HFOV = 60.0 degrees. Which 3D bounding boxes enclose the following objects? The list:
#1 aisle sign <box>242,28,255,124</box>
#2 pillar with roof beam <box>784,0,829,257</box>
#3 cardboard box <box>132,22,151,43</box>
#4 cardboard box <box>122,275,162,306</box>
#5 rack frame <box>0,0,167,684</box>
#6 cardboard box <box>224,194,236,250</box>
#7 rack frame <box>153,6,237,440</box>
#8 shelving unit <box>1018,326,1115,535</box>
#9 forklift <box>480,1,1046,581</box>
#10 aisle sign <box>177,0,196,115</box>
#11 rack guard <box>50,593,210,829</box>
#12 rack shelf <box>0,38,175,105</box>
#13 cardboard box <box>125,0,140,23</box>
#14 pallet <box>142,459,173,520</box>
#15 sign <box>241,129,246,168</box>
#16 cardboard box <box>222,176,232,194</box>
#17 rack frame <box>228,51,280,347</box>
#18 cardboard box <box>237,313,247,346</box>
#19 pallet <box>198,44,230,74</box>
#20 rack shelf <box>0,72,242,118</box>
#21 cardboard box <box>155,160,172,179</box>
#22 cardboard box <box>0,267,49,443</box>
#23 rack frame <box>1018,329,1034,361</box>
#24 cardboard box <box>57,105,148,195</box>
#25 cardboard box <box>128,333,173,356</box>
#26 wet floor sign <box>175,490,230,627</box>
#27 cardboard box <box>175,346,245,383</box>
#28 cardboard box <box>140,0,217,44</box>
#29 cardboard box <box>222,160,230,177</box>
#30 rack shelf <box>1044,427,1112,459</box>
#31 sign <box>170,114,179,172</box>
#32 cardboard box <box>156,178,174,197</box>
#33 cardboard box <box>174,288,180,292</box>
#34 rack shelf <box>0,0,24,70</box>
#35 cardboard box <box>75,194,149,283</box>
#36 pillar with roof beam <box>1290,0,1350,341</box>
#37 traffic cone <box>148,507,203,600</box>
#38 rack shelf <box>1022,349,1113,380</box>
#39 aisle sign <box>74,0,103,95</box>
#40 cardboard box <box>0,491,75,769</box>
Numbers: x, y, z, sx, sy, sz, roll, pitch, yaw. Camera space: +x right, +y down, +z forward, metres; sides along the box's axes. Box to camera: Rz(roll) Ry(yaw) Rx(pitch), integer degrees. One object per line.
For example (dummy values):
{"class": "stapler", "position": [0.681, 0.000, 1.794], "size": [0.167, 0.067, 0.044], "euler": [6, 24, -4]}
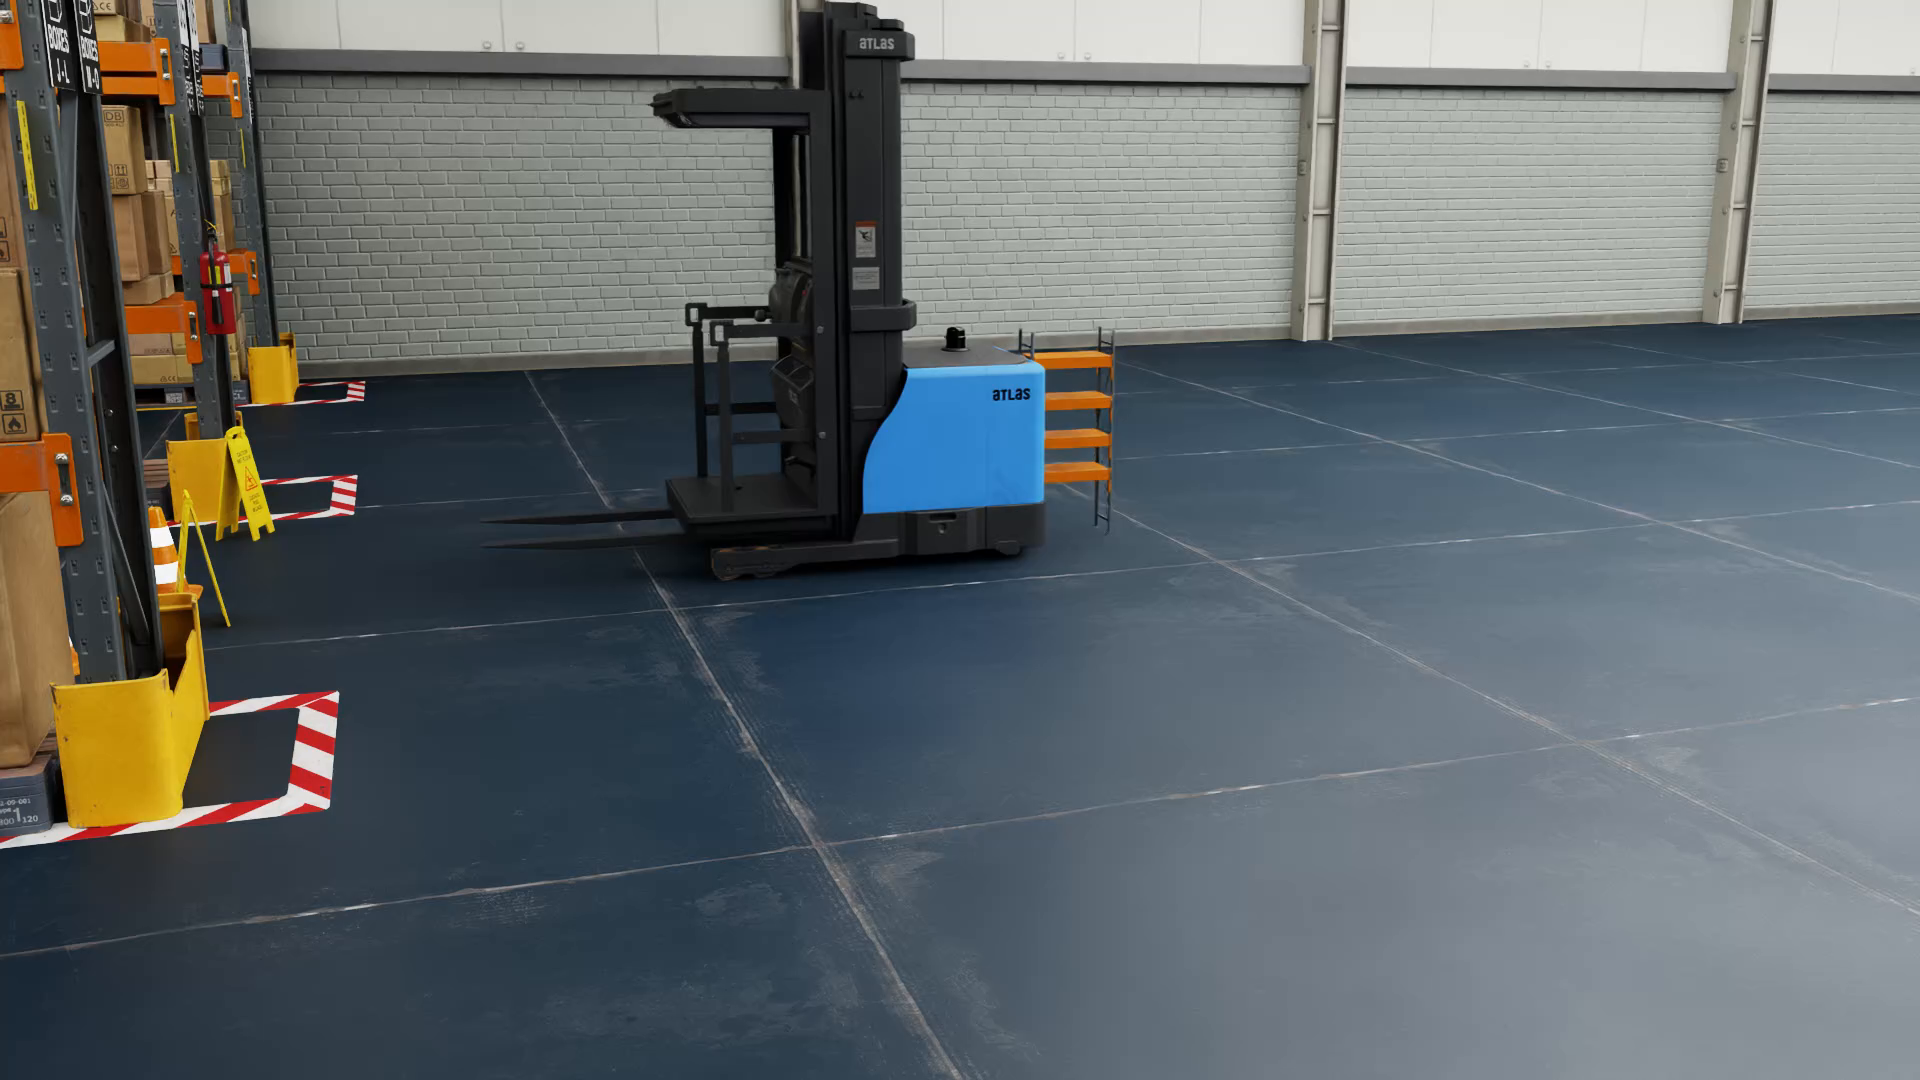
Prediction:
{"class": "aisle sign", "position": [-6.138, -3.997, 14.348], "size": [0.004, 0.787, 0.394], "euler": [-4, 14, -18]}
{"class": "pillar with roof beam", "position": [-0.182, -5.356, 12.712], "size": [0.400, 9.000, 9.100], "euler": [-4, 14, -18]}
{"class": "cardboard box", "position": [-5.125, -3.088, 10.202], "size": [0.250, 0.149, 0.380], "euler": [-4, 14, -18]}
{"class": "cardboard box", "position": [-4.994, -1.507, 10.039], "size": [0.250, 0.149, 0.380], "euler": [-4, 14, -16]}
{"class": "rack frame", "position": [-3.033, -0.626, 5.791], "size": [0.127, 3.000, 1.000], "euler": [-4, 14, -18]}
{"class": "cardboard box", "position": [-6.852, -2.865, 14.990], "size": [0.500, 0.500, 0.500], "euler": [-4, 14, -16]}
{"class": "rack frame", "position": [-4.708, -1.704, 10.323], "size": [0.127, 3.000, 1.000], "euler": [-4, 14, -18]}
{"class": "shelving unit", "position": [0.612, -0.621, 9.662], "size": [0.503, 1.200, 0.258], "euler": [-4, 14, -16]}
{"class": "forklift", "position": [-1.096, -1.347, 8.974], "size": [3.031, 2.935, 1.130], "euler": [-4, 14, -16]}
{"class": "aisle sign", "position": [-4.556, -2.909, 9.774], "size": [0.004, 0.787, 0.394], "euler": [-4, 14, -18]}
{"class": "rack guard", "position": [-3.010, 0.589, 6.087], "size": [0.348, 0.500, 1.175], "euler": [-4, 14, -18]}
{"class": "rack shelf", "position": [-6.603, -2.665, 9.439], "size": [4.000, 0.370, 1.077], "euler": [-4, 14, -18]}
{"class": "cardboard box", "position": [-5.269, -3.256, 10.049], "size": [0.500, 0.250, 0.500], "euler": [-5, 14, -19]}
{"class": "pallet", "position": [-5.561, -0.289, 10.403], "size": [1.213, 0.211, 1.003], "euler": [-4, 14, -18]}
{"class": "sign", "position": [-6.134, -3.351, 14.233], "size": [0.005, 0.325, 0.100], "euler": [-4, 14, -18]}
{"class": "cardboard box", "position": [-6.698, -3.188, 14.946], "size": [0.250, 0.149, 0.380], "euler": [-5, 14, -20]}
{"class": "rack frame", "position": [-6.294, -2.792, 14.899], "size": [0.127, 3.000, 1.000], "euler": [-4, 14, -18]}
{"class": "cardboard box", "position": [-6.806, -1.913, 15.156], "size": [0.500, 0.250, 0.500], "euler": [-4, 14, -17]}
{"class": "pallet", "position": [-6.973, -4.162, 14.367], "size": [1.213, 0.211, 1.003], "euler": [-4, 14, -18]}
{"class": "rack shelf", "position": [-8.190, -3.754, 14.015], "size": [4.000, 0.370, 1.077], "euler": [-4, 14, -18]}
{"class": "cardboard box", "position": [-6.790, -3.203, 14.367], "size": [0.250, 0.149, 0.380], "euler": [-4, 14, -18]}
{"class": "cardboard box", "position": [-3.370, -0.661, 5.616], "size": [0.550, 0.550, 0.875], "euler": [-4, 14, -18]}
{"class": "rack frame", "position": [0.377, -0.606, 9.596], "size": [0.015, 1.200, 0.240], "euler": [-4, 14, -16]}
{"class": "cardboard box", "position": [-5.122, -2.298, 9.802], "size": [0.500, 0.500, 0.700], "euler": [-5, 14, -19]}
{"class": "cardboard box", "position": [-7.135, -1.763, 14.526], "size": [0.500, 0.250, 0.500], "euler": [-5, 14, -19]}
{"class": "wet floor sign", "position": [-3.637, 0.083, 7.898], "size": [0.232, 0.644, 0.267], "euler": [-7, 15, -28]}
{"class": "cardboard box", "position": [-6.639, -1.555, 14.732], "size": [0.500, 0.250, 0.500], "euler": [-4, 14, -18]}
{"class": "cardboard box", "position": [-6.636, -4.467, 14.118], "size": [0.500, 0.500, 0.500], "euler": [-4, 14, -16]}
{"class": "cardboard box", "position": [-6.681, -3.323, 14.871], "size": [0.250, 0.149, 0.380], "euler": [-5, 14, -19]}
{"class": "rack shelf", "position": [0.612, -0.556, 9.678], "size": [0.480, 0.148, 0.258], "euler": [-4, 14, -16]}
{"class": "sign", "position": [-4.550, -2.298, 9.635], "size": [0.005, 0.325, 0.100], "euler": [-4, 14, -18]}
{"class": "cardboard box", "position": [-6.766, -3.044, 14.340], "size": [0.250, 0.149, 0.380], "euler": [-4, 14, -17]}
{"class": "cardboard box", "position": [-7.283, -2.114, 14.920], "size": [0.500, 0.250, 0.500], "euler": [-4, 14, -18]}
{"class": "rack shelf", "position": [-4.929, -1.587, 4.906], "size": [4.000, 0.370, 1.077], "euler": [-4, 14, -18]}
{"class": "cardboard box", "position": [-5.134, -1.797, 9.855], "size": [0.500, 0.500, 0.500], "euler": [-5, 14, -19]}
{"class": "pillar with roof beam", "position": [5.505, -5.798, 14.574], "size": [0.400, 9.000, 9.100], "euler": [-4, 14, -18]}
{"class": "traffic cone", "position": [-4.027, 0.063, 8.376], "size": [0.334, 0.463, 0.336], "euler": [-4, 14, -18]}
{"class": "rack shelf", "position": [0.612, -1.004, 9.571], "size": [0.480, 0.148, 0.258], "euler": [-4, 14, -16]}
{"class": "aisle sign", "position": [-3.062, -1.961, 5.788], "size": [0.004, 0.787, 0.394], "euler": [-4, 14, -18]}
{"class": "cardboard box", "position": [-3.655, 0.268, 5.717], "size": [0.875, 0.875, 0.875], "euler": [-4, 14, -18]}
